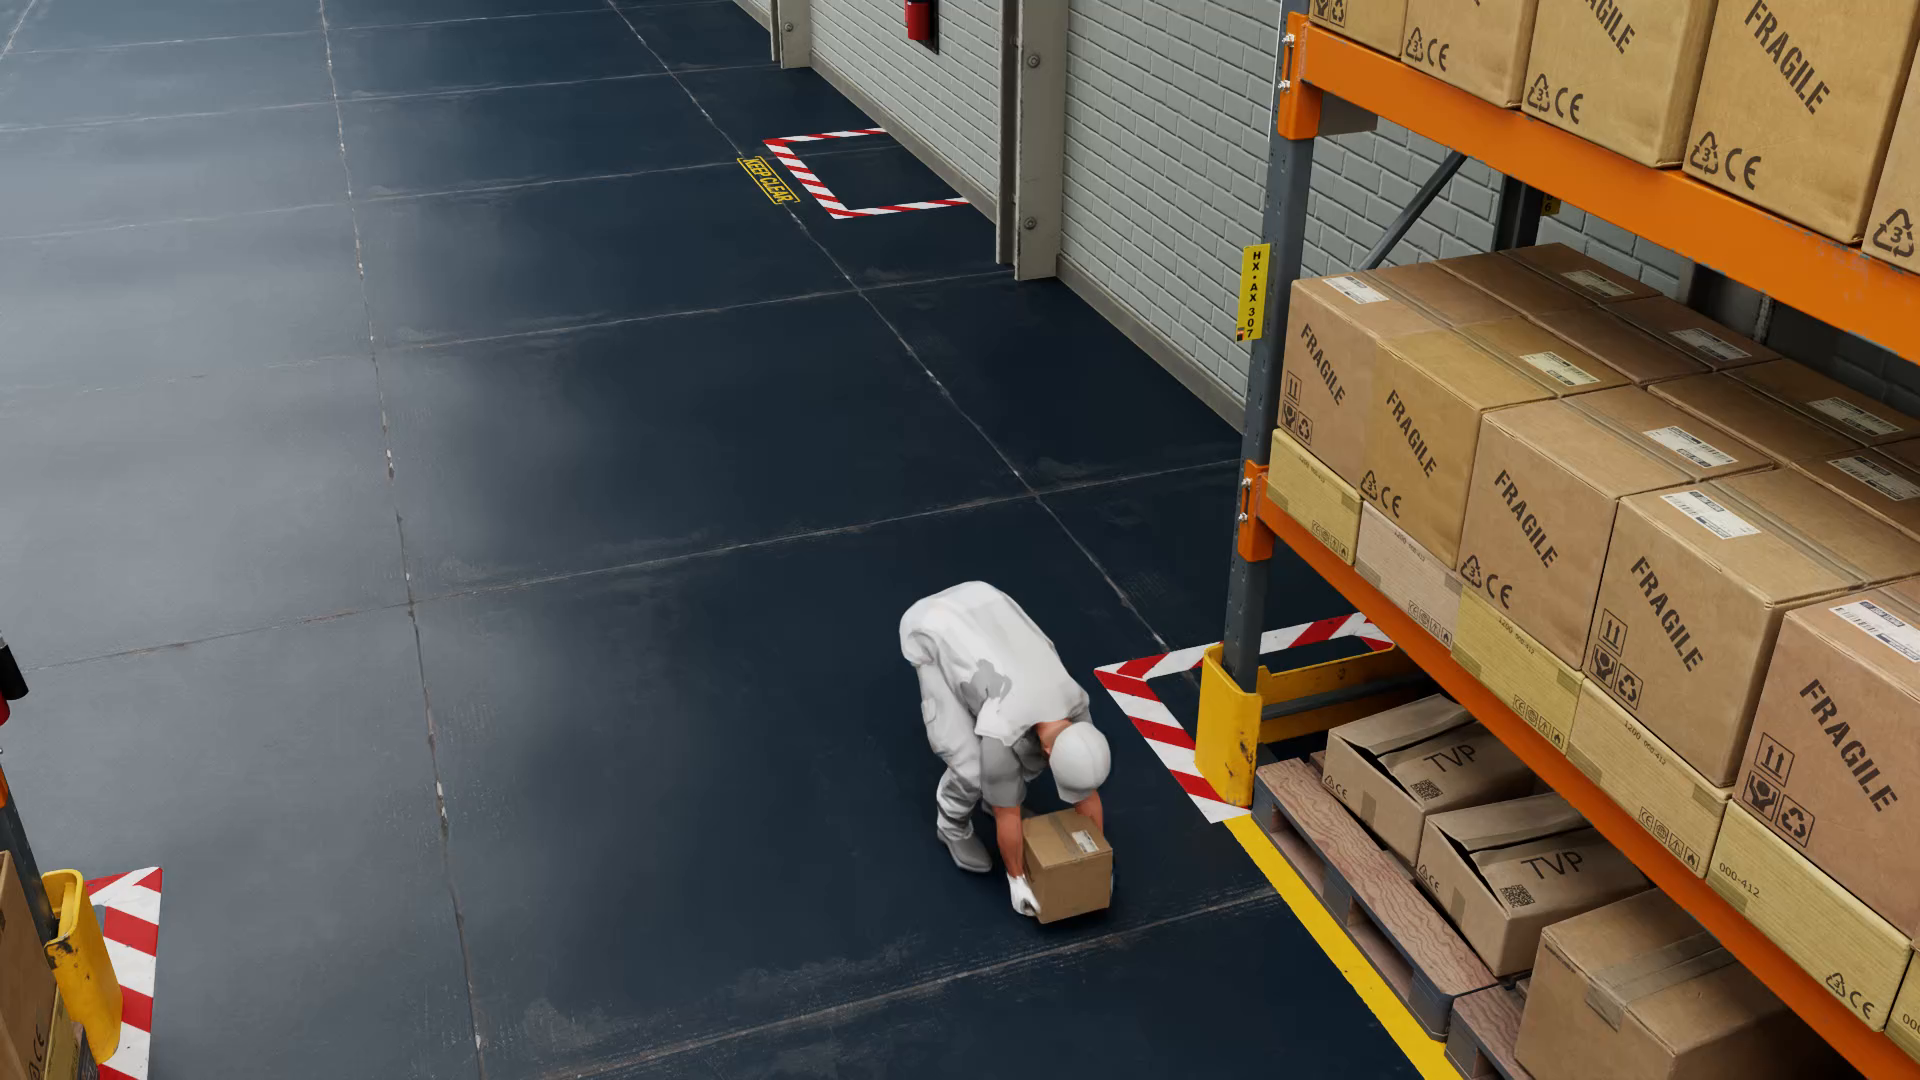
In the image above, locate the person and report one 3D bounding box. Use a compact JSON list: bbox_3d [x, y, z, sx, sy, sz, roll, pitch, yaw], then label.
[{"bbox_3d":[0.184,0.705,5.671,0.526,0.984,0.948,-20,35,-31],"label":"person"}]
